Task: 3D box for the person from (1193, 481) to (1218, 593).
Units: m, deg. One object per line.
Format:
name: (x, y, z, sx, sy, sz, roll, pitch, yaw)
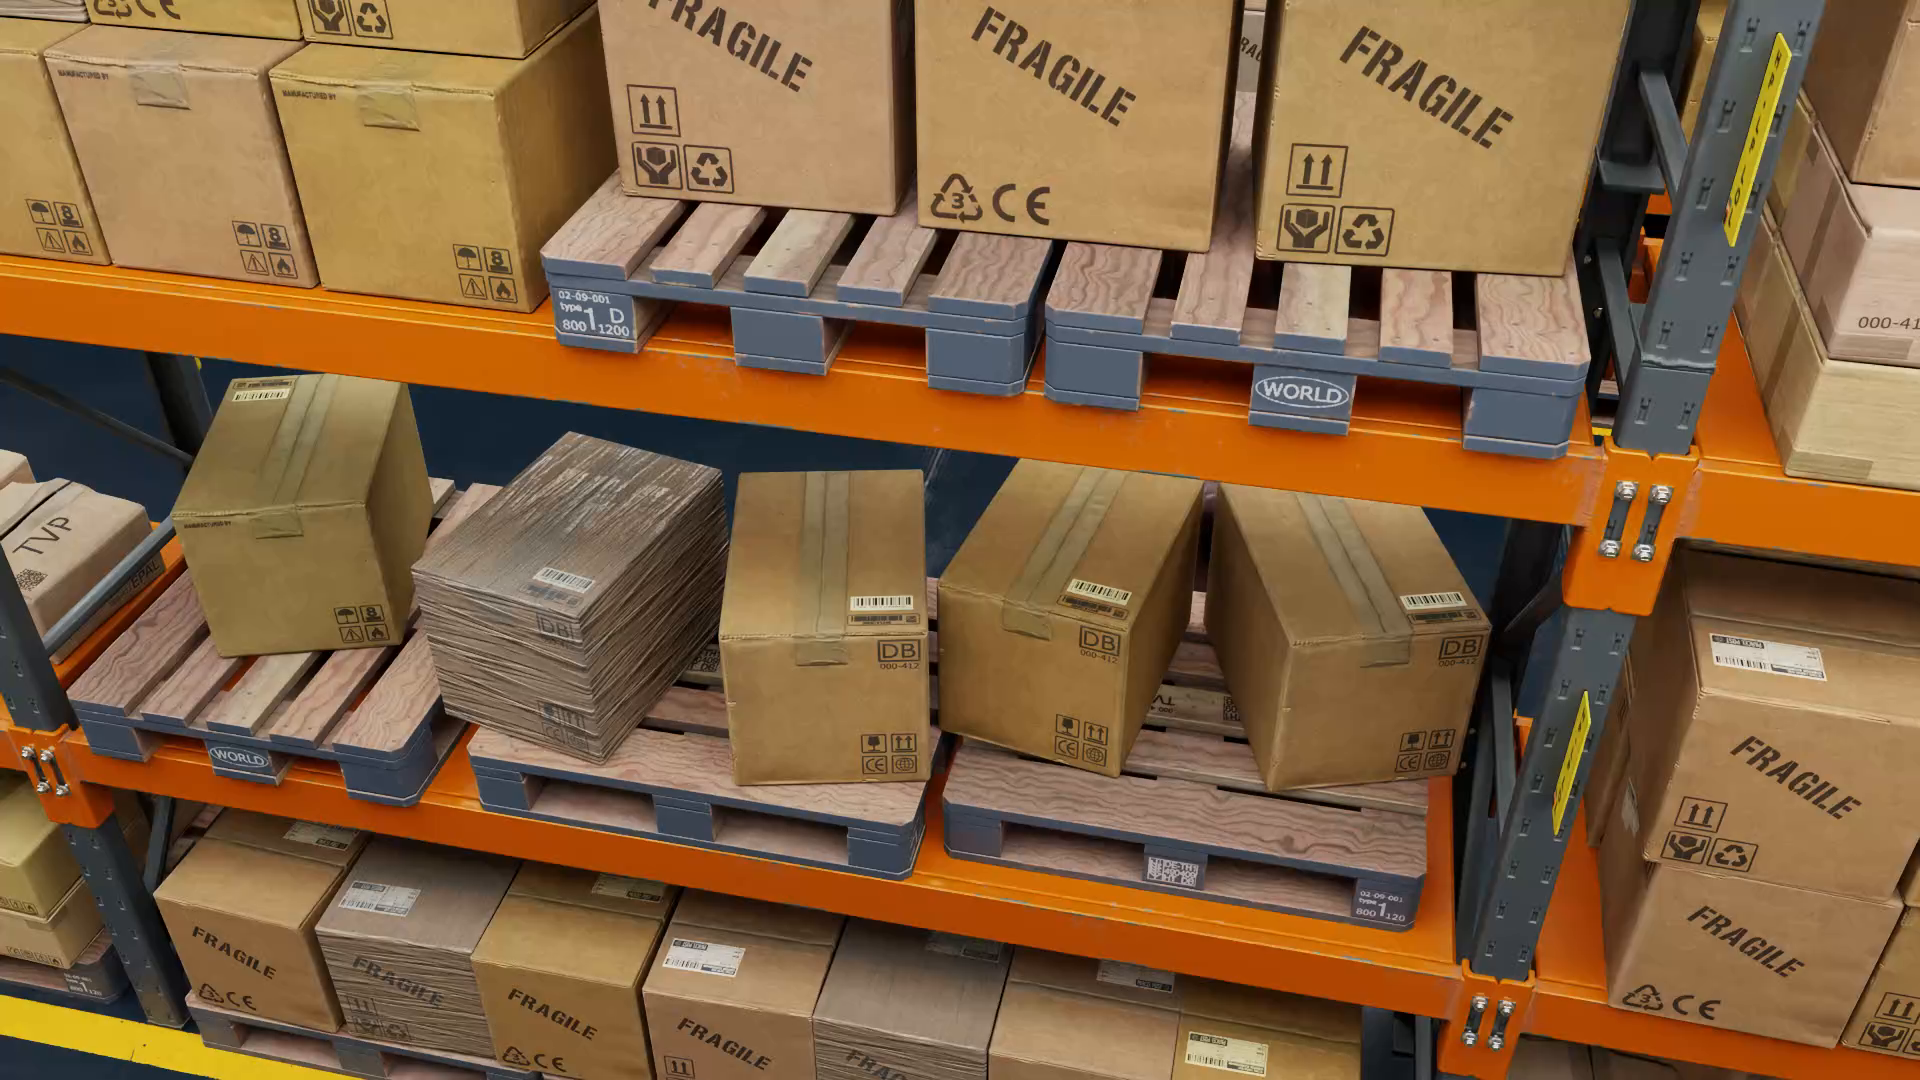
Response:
person: (1.081, 0.156, 6.366, 0.910, 1.285, 0.567, 6, 37, 8)
